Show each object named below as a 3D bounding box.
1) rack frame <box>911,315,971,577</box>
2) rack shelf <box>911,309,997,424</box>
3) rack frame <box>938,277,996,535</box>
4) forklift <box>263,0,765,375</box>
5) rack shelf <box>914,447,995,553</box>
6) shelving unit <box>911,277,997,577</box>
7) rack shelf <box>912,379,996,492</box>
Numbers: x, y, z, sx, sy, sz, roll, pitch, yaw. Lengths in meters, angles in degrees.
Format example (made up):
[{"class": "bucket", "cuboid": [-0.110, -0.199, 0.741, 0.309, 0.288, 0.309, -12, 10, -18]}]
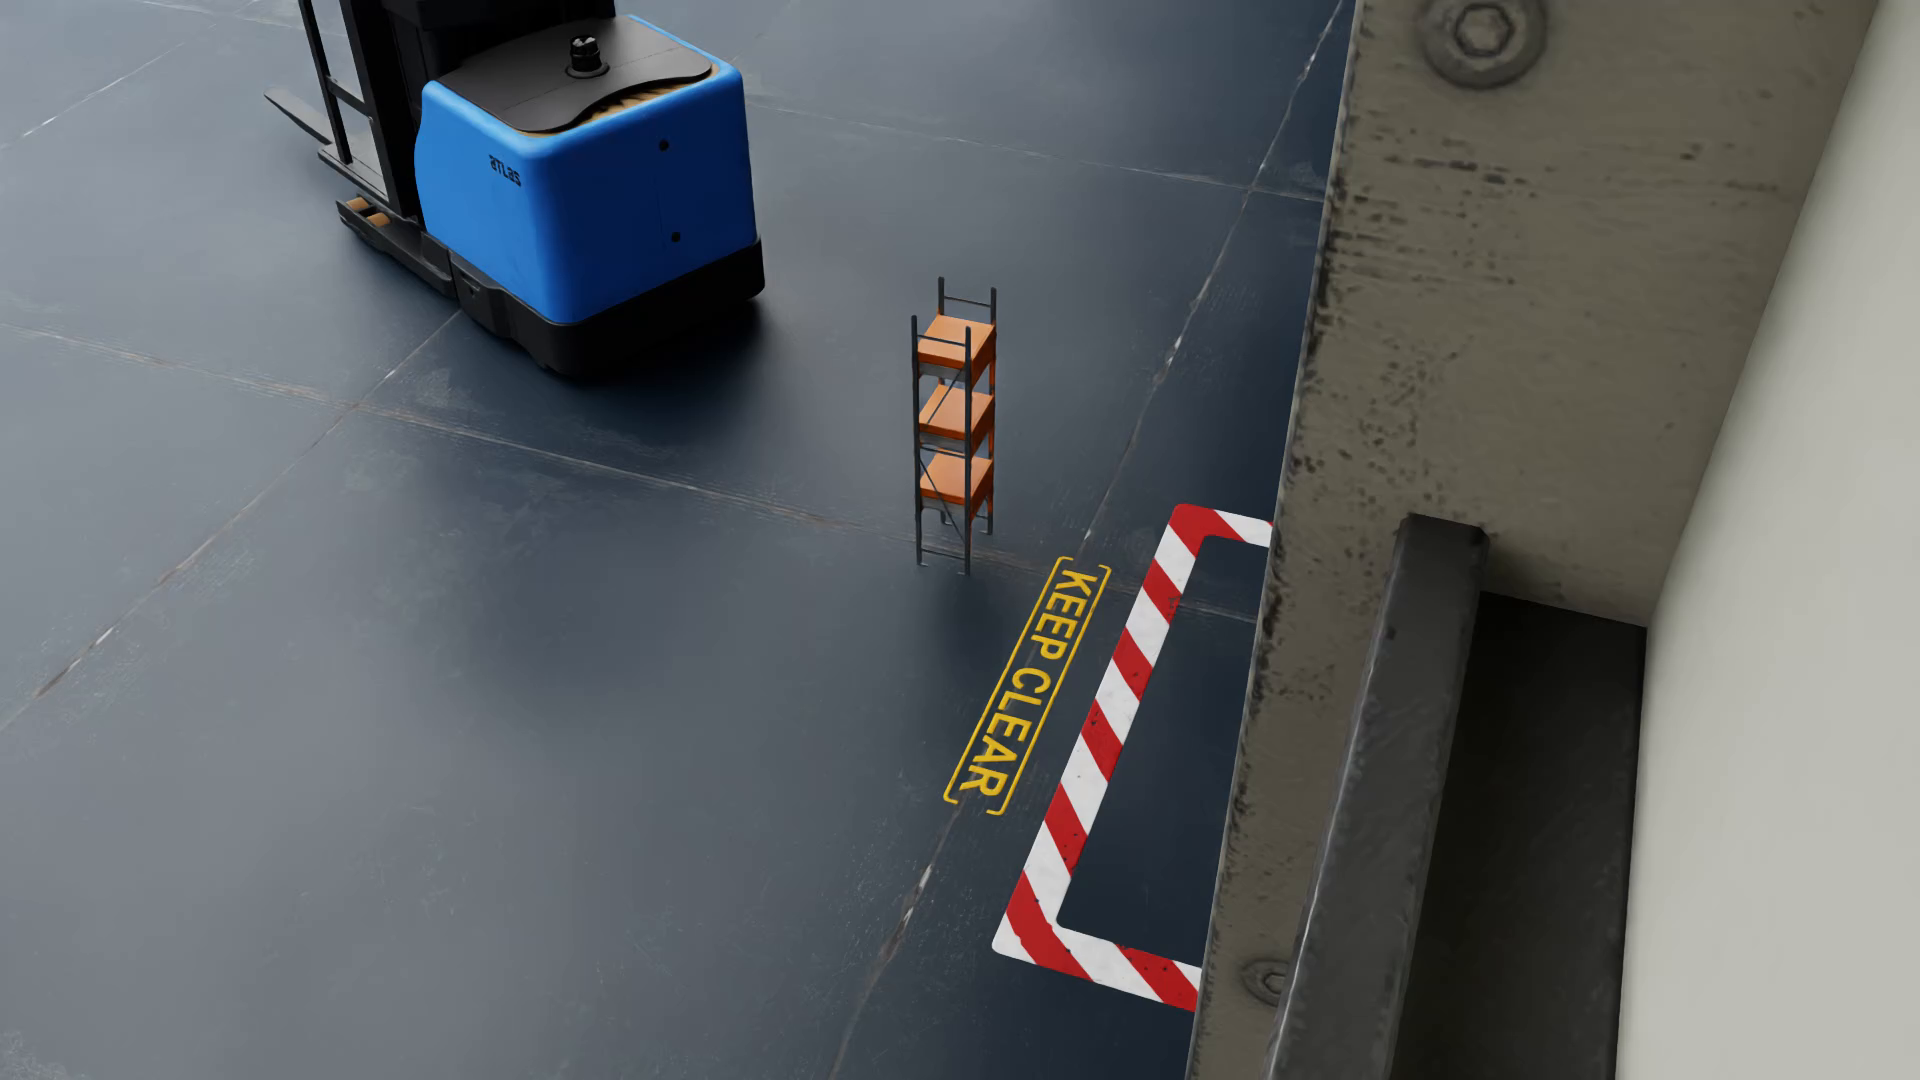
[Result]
[{"class": "rack frame", "cuboid": [-0.060, -0.292, 5.595, 0.200, 1.050, 0.008, 13, 42, 15]}, {"class": "rack shelf", "cuboid": [-0.018, -0.575, 5.505, 0.215, 0.259, 0.240, 13, 42, 15]}, {"class": "rack frame", "cuboid": [0.023, -0.441, 5.770, 0.200, 1.050, 0.008, 13, 42, 15]}, {"class": "forklift", "cuboid": [-2.227, -2.645, 6.903, 1.130, 2.935, 3.031, -32, 50, -32]}, {"class": "rack shelf", "cuboid": [-0.018, -0.147, 5.870, 0.215, 0.259, 0.240, 13, 42, 15]}, {"class": "shelving unit", "cuboid": [-0.018, -0.367, 5.683, 0.215, 1.050, 0.252, 13, 42, 15]}, {"class": "rack shelf", "cuboid": [-0.018, -0.359, 5.689, 0.215, 0.259, 0.240, 13, 42, 15]}]
